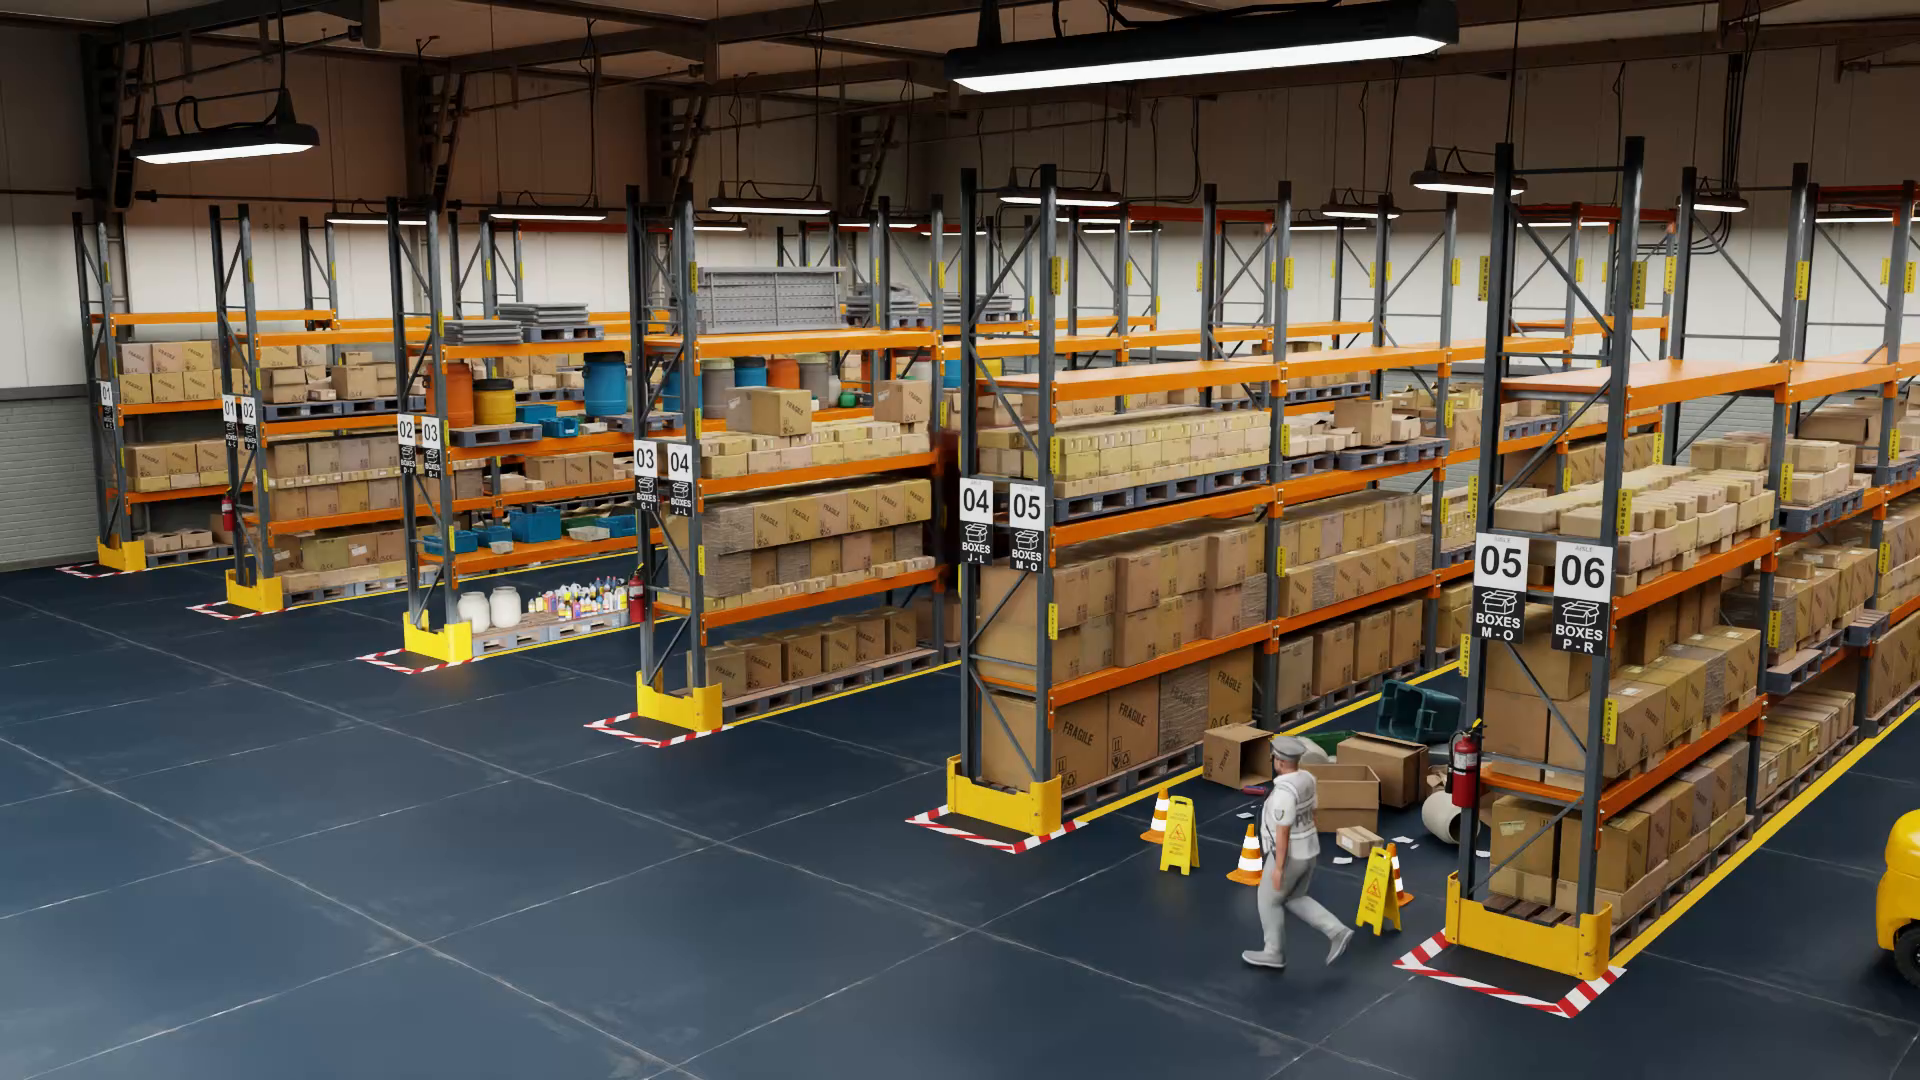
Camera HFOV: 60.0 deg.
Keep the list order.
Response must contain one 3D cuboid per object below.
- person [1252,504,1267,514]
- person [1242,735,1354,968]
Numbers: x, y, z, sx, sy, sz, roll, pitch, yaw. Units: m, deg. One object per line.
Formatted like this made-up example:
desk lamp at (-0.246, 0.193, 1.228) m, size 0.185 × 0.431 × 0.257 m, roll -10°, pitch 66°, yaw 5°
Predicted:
person at (4.425, 0.247, 24.713) m, size 0.533 × 1.601 × 1.032 m, roll 9°, pitch 13°, yaw 44°
person at (2.483, 2.300, 12.156) m, size 0.776 × 1.731 × 0.558 m, roll 6°, pitch 11°, yaw 31°
